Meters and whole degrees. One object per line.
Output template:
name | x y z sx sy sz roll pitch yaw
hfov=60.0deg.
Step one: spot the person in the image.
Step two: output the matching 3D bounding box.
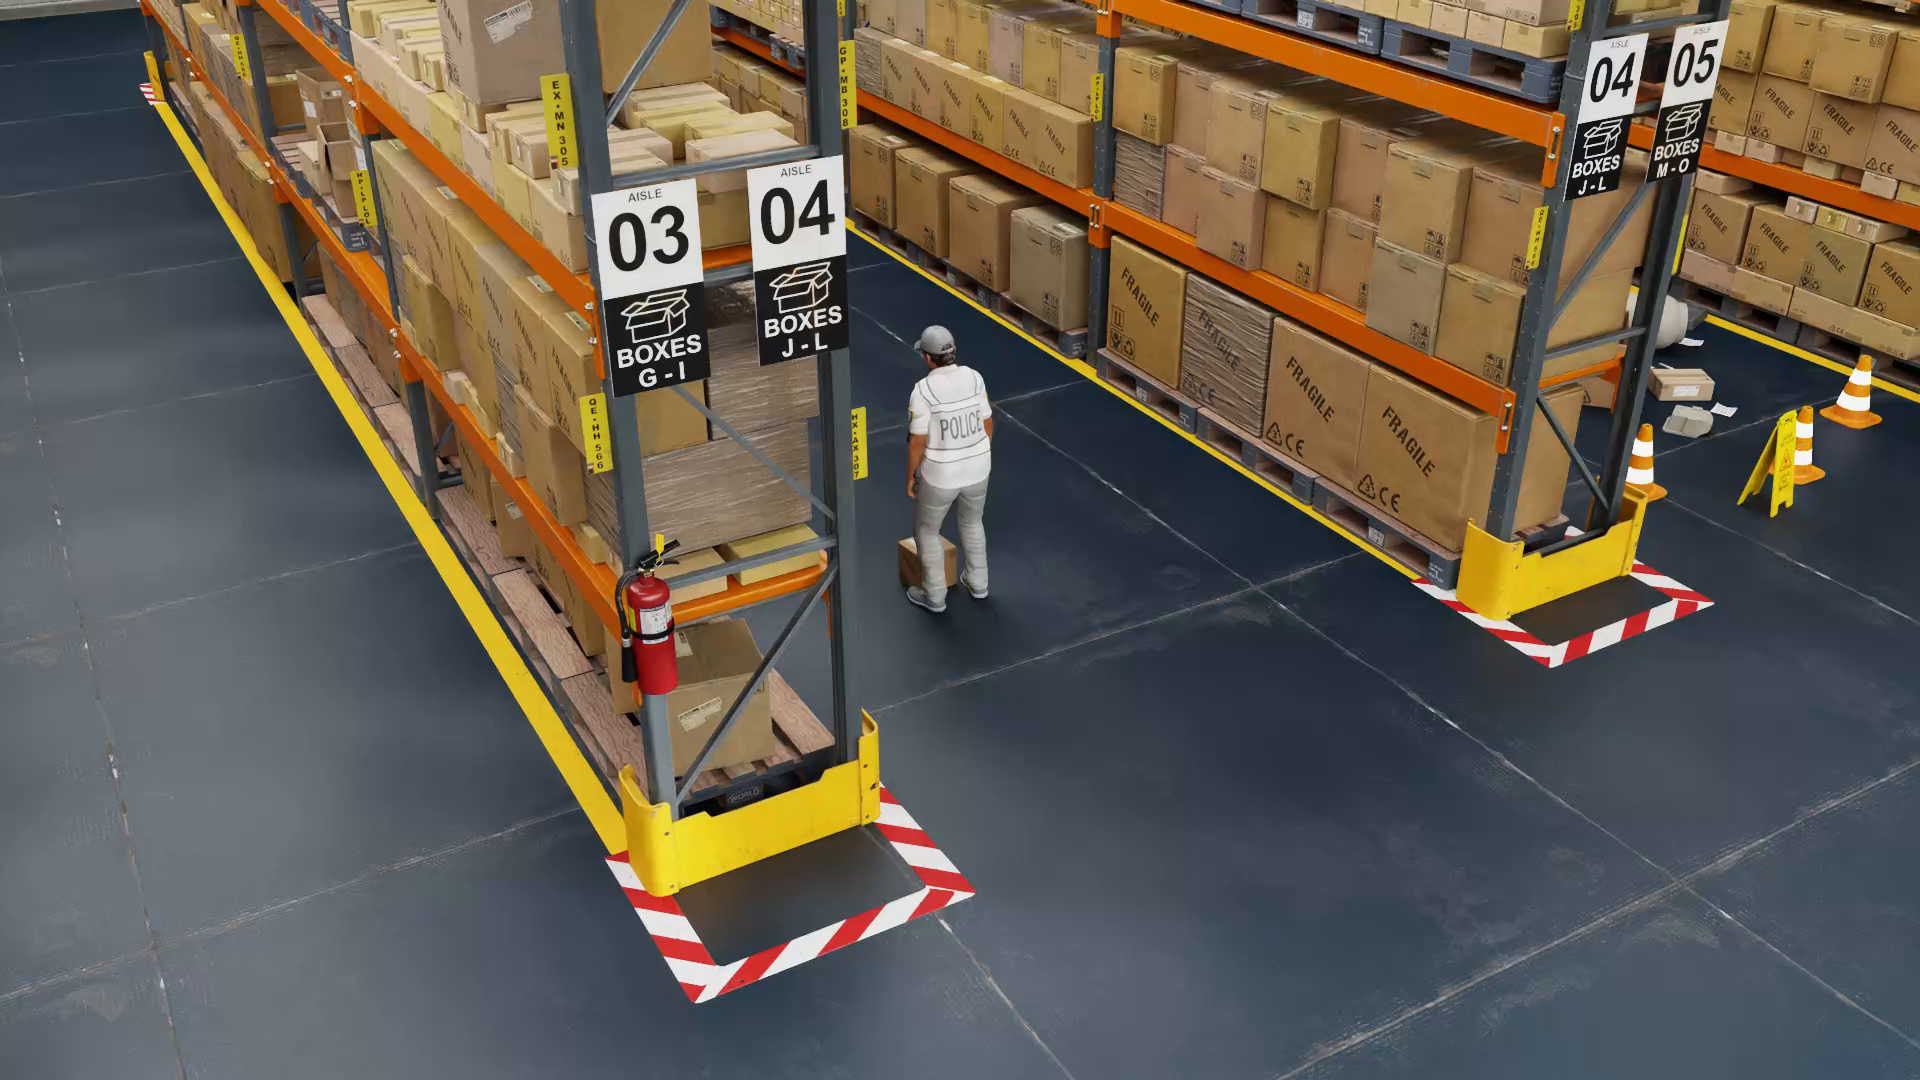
person | -0.069 -0.393 9.253 0.537 1.665 0.468 -16 33 -26
